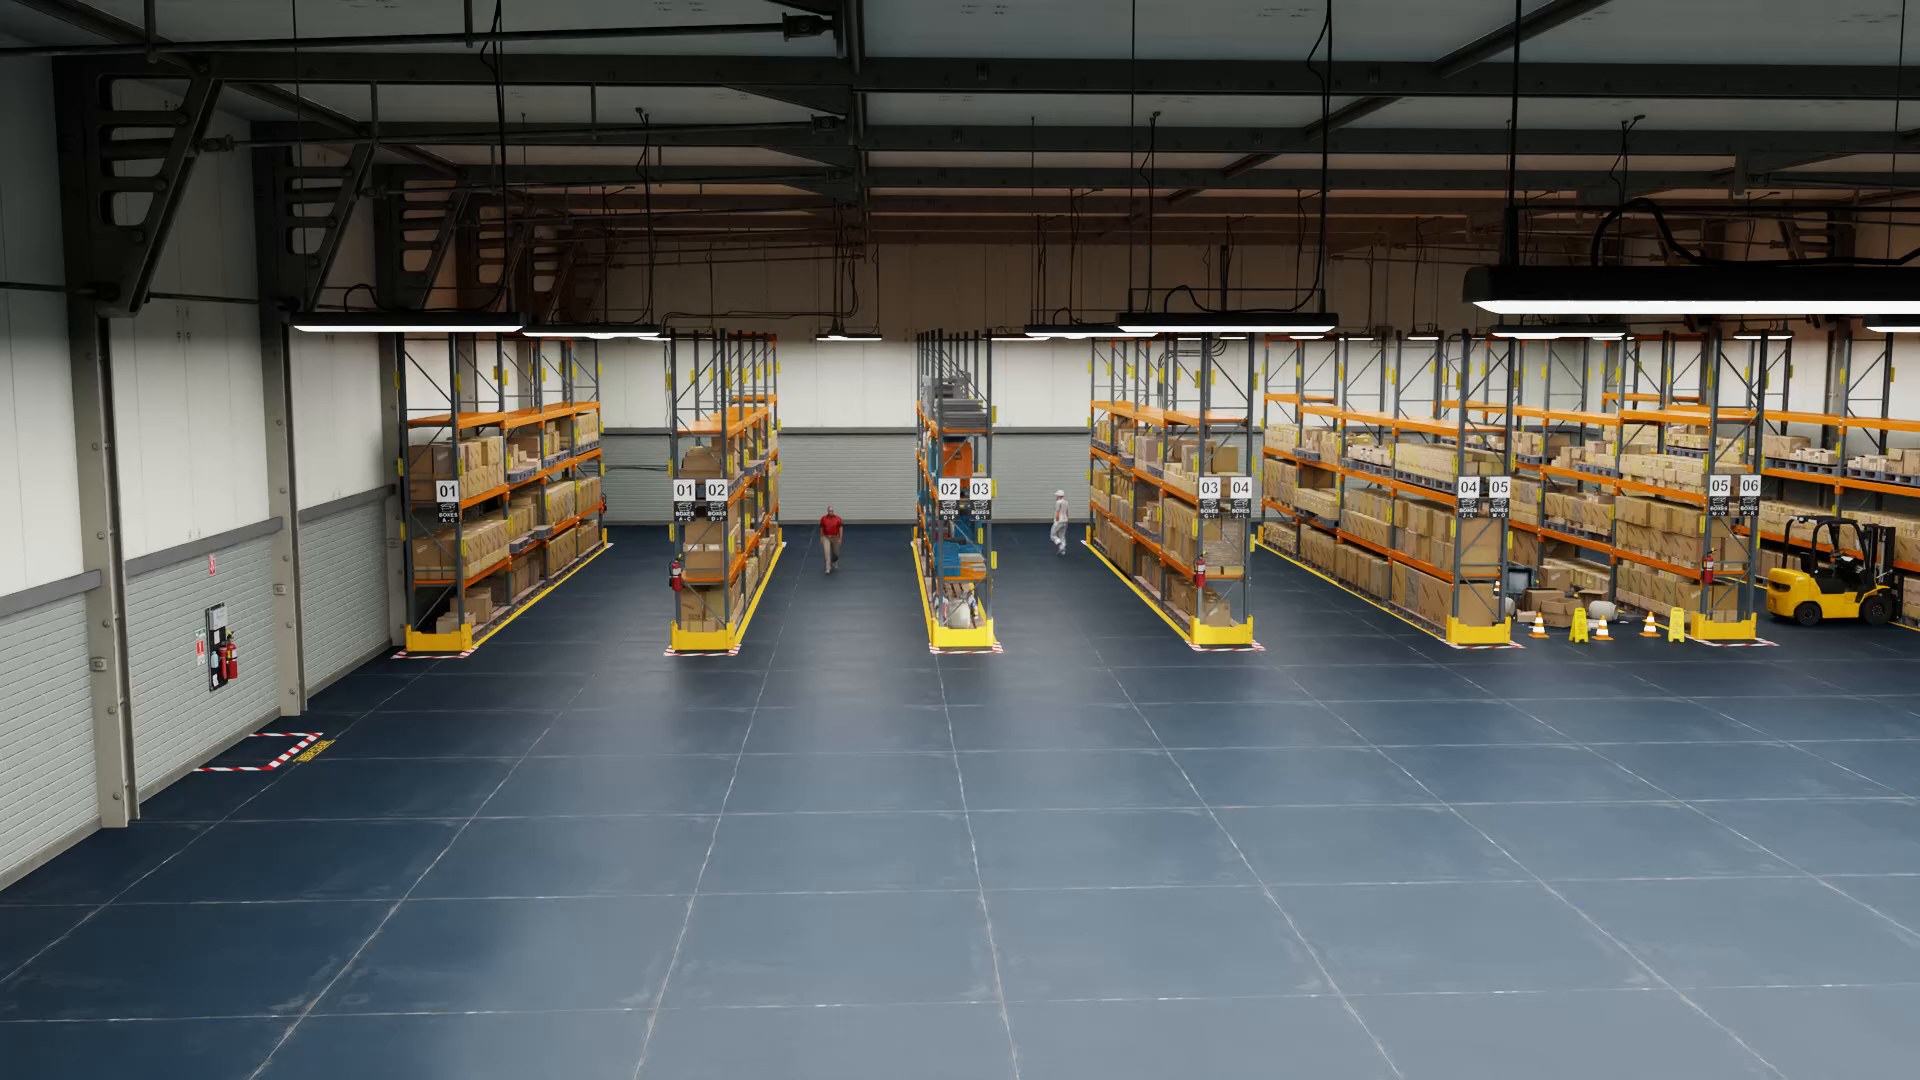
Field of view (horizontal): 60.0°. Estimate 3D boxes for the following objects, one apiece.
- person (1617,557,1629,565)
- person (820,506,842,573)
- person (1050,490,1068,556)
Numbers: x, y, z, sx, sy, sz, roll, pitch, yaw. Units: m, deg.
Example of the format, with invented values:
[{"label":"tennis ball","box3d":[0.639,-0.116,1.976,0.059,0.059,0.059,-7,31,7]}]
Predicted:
[{"label":"person","box3d":[16.164,0.177,40.250,0.503,1.689,0.380,-3,7,-26]},{"label":"person","box3d":[-3.228,-0.038,41.732,0.547,1.674,0.971,-1,7,-6]},{"label":"person","box3d":[2.740,-0.459,44.945,0.472,1.789,0.602,5,8,36]}]
